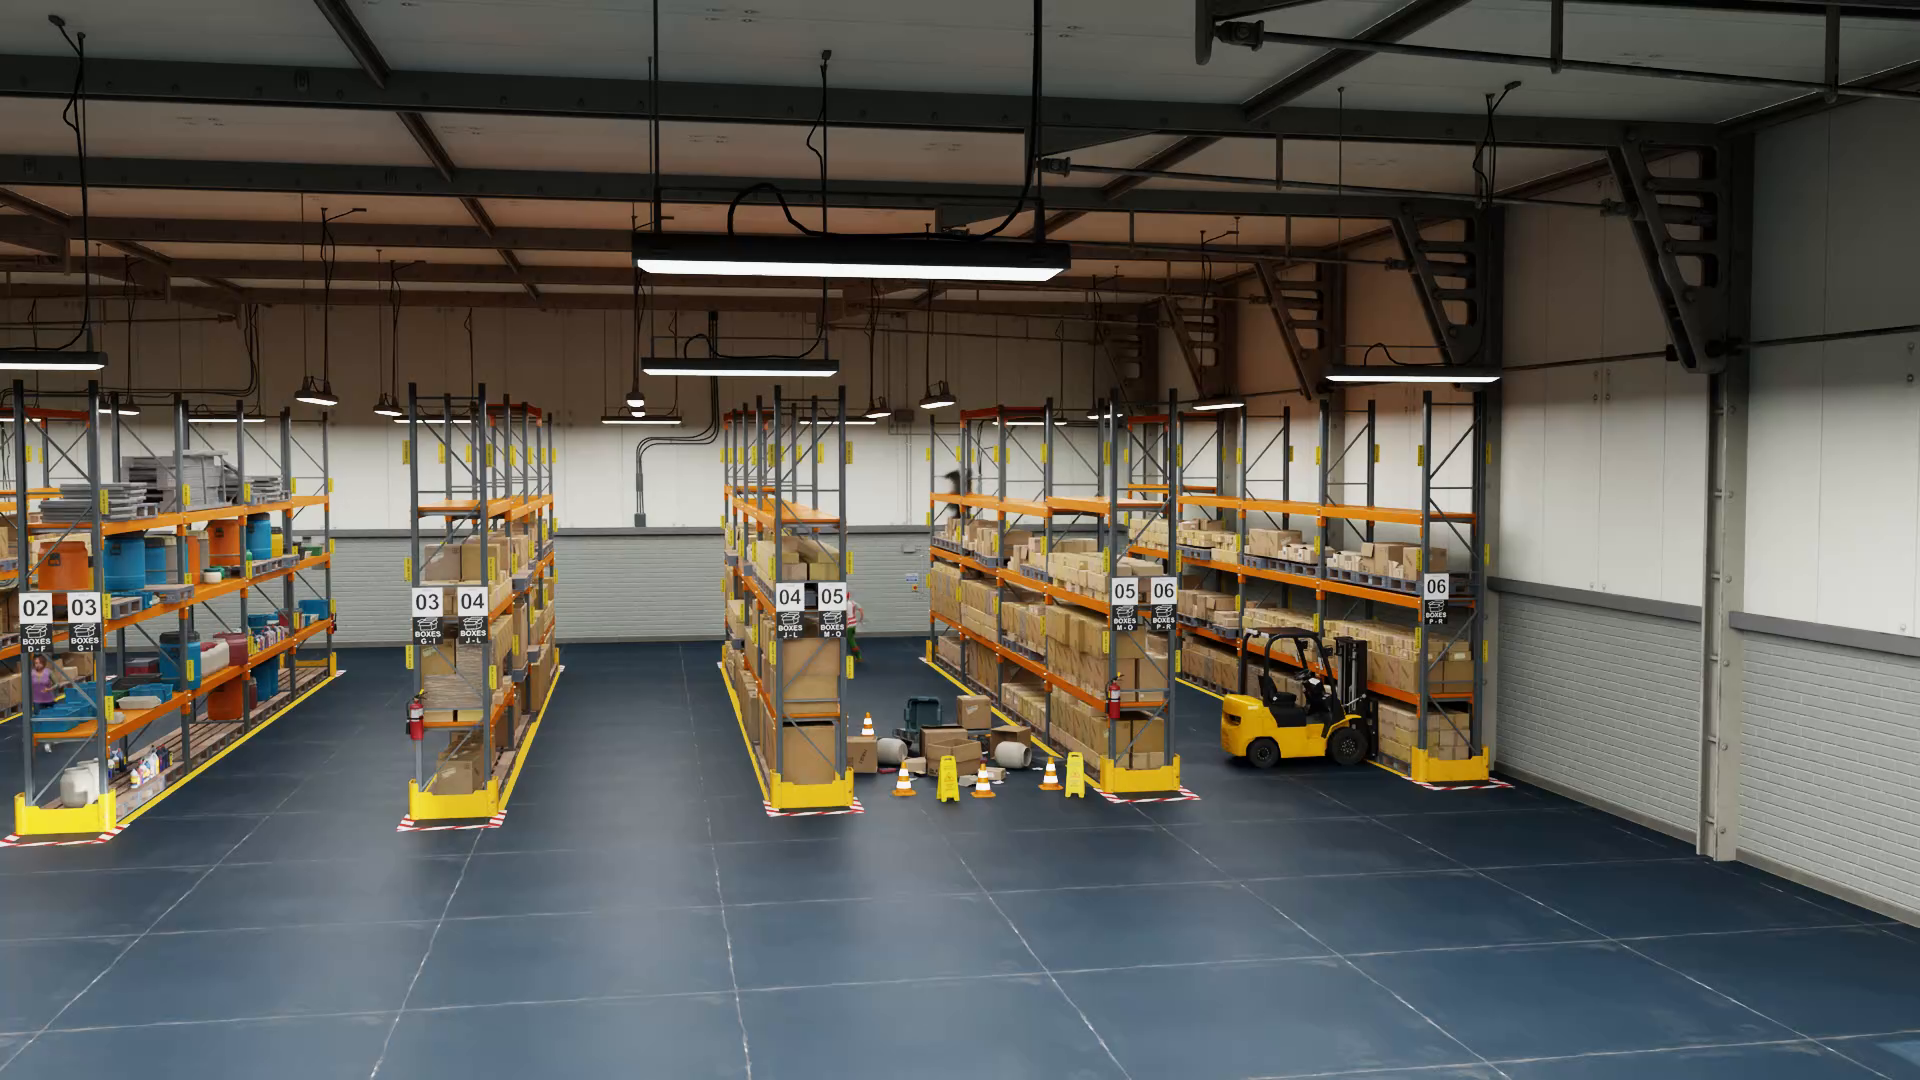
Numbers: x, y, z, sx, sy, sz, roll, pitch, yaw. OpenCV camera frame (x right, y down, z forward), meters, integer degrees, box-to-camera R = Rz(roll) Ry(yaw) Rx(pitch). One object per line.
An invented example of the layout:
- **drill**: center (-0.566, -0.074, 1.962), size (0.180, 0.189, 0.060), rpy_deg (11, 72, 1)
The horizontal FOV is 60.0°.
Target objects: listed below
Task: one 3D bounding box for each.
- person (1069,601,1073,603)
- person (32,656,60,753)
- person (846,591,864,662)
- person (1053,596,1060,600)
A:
- **person**: center (2.720, 2.164, 39.643), size (0.817, 1.678, 0.696), rpy_deg (2, 4, 38)
- **person**: center (-15.599, 2.768, 28.222), size (0.592, 1.602, 0.810), rpy_deg (-1, 3, -23)
- **person**: center (-2.638, 2.081, 39.806), size (0.709, 1.751, 0.852), rpy_deg (-2, 4, -36)
- **person**: center (2.182, 2.143, 38.876), size (0.667, 1.750, 0.926), rpy_deg (-1, 3, -26)
